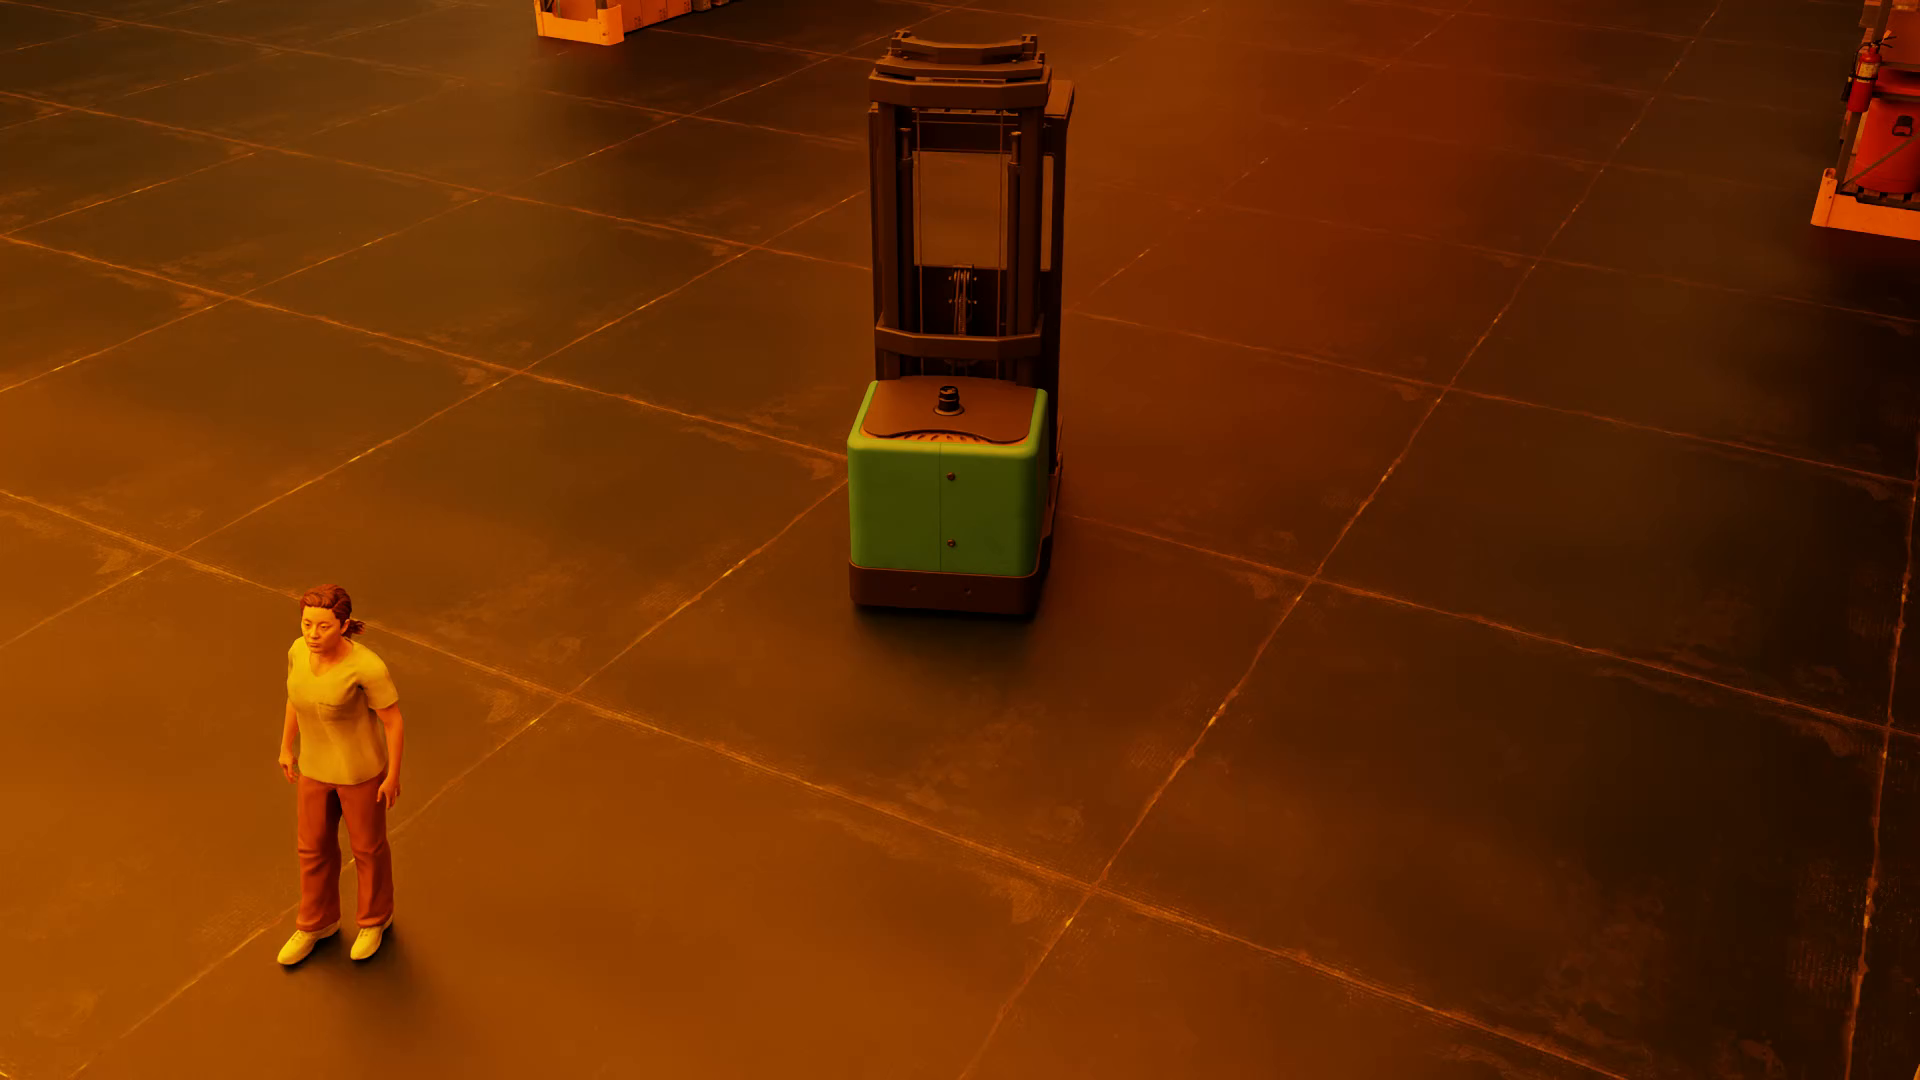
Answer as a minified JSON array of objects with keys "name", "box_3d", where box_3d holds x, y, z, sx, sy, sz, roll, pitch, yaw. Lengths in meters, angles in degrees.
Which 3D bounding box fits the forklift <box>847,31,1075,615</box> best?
[{"name":"forklift","box_3d":[0.072,-1.572,9.794,1.130,2.935,3.031,3,30,6]}]

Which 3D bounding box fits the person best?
[{"name":"person","box_3d":[-2.511,0.958,6.652,0.554,1.673,0.548,8,31,14]}]
